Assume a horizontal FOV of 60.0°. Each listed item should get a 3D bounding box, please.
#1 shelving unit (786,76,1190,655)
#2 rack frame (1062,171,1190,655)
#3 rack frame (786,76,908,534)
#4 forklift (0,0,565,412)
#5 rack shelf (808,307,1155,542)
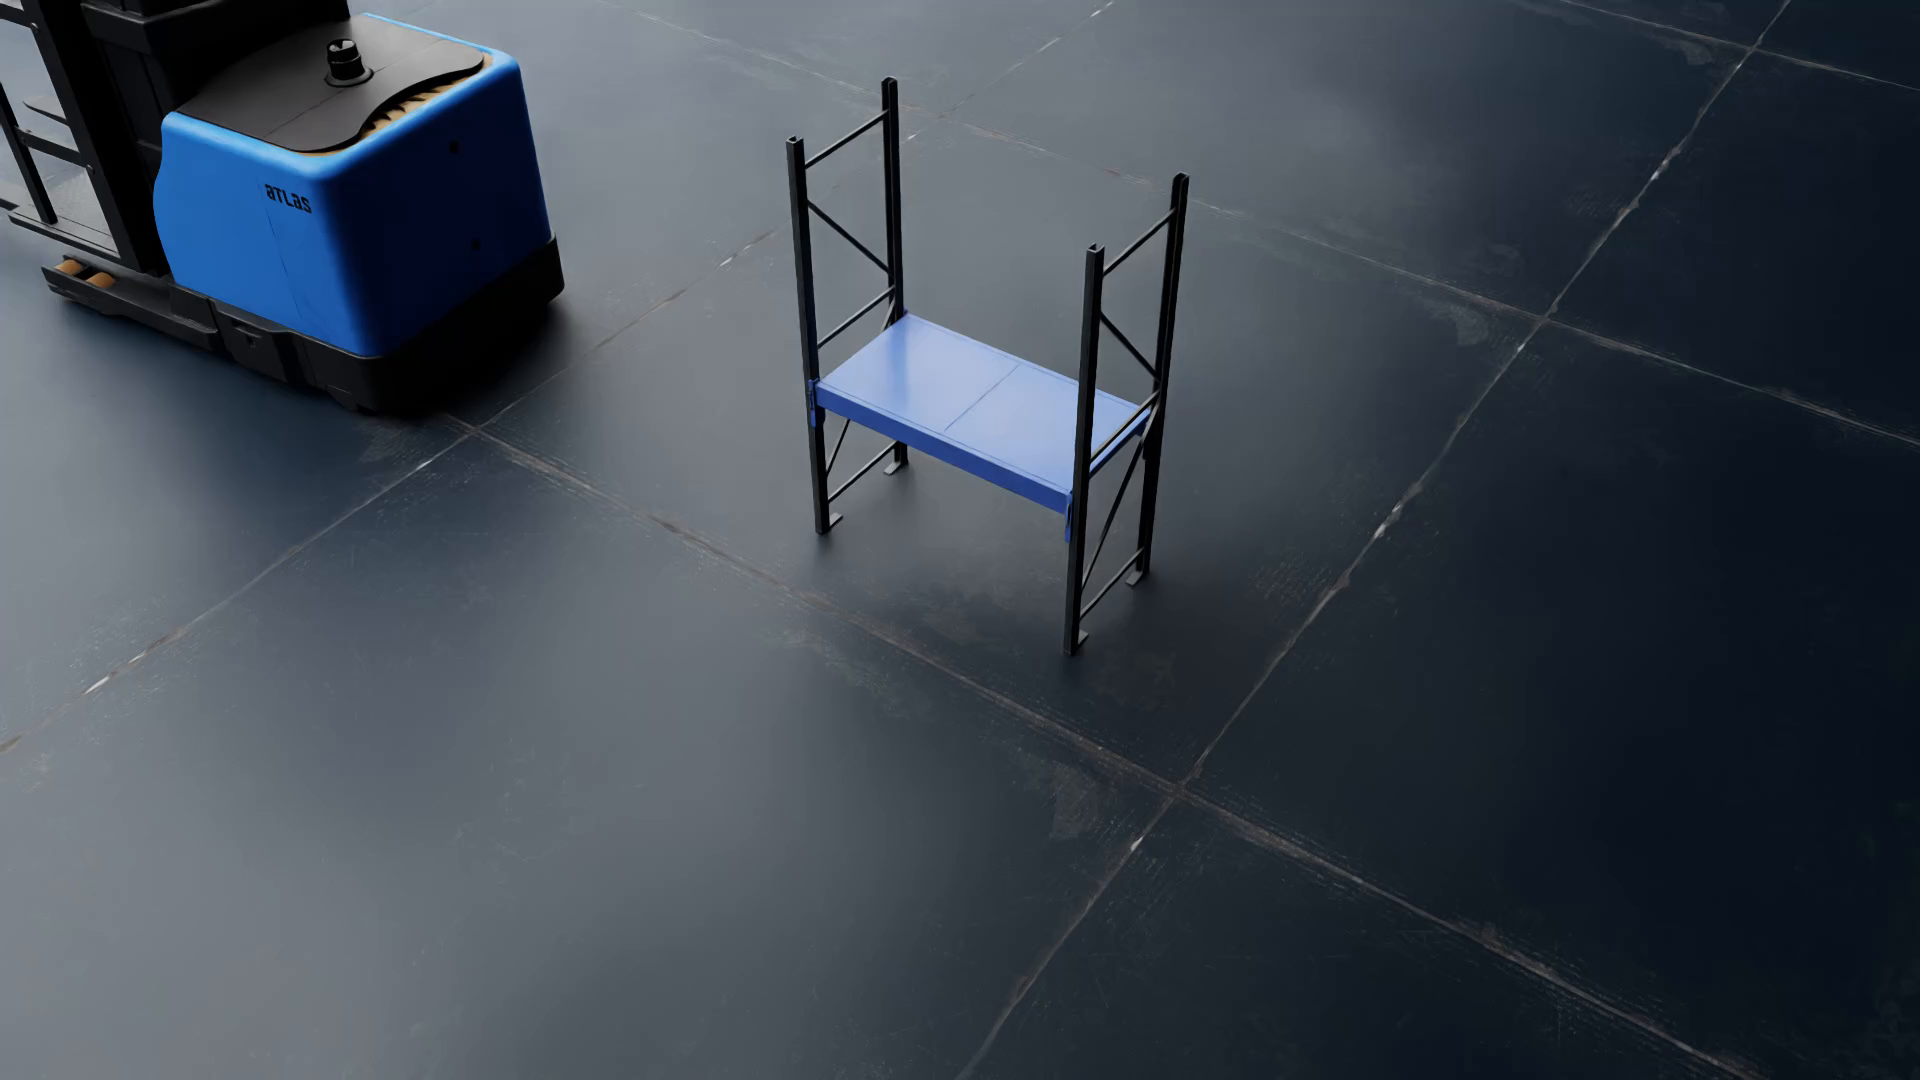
[{"bbox_3d":[0.070,-0.526,5.213,1.048,1.500,0.538,25,48,25],"label":"shelving unit"},{"bbox_3d":[0.486,-0.332,4.996,0.032,1.500,0.500,25,48,25],"label":"rack frame"},{"bbox_3d":[-0.346,-0.721,5.431,0.032,1.500,0.500,25,48,25],"label":"rack frame"},{"bbox_3d":[-3.152,-2.293,6.115,3.031,2.935,1.130,21,46,22],"label":"forklift"},{"bbox_3d":[0.070,-0.392,5.333,1.000,0.185,0.538,25,48,25],"label":"rack shelf"}]
